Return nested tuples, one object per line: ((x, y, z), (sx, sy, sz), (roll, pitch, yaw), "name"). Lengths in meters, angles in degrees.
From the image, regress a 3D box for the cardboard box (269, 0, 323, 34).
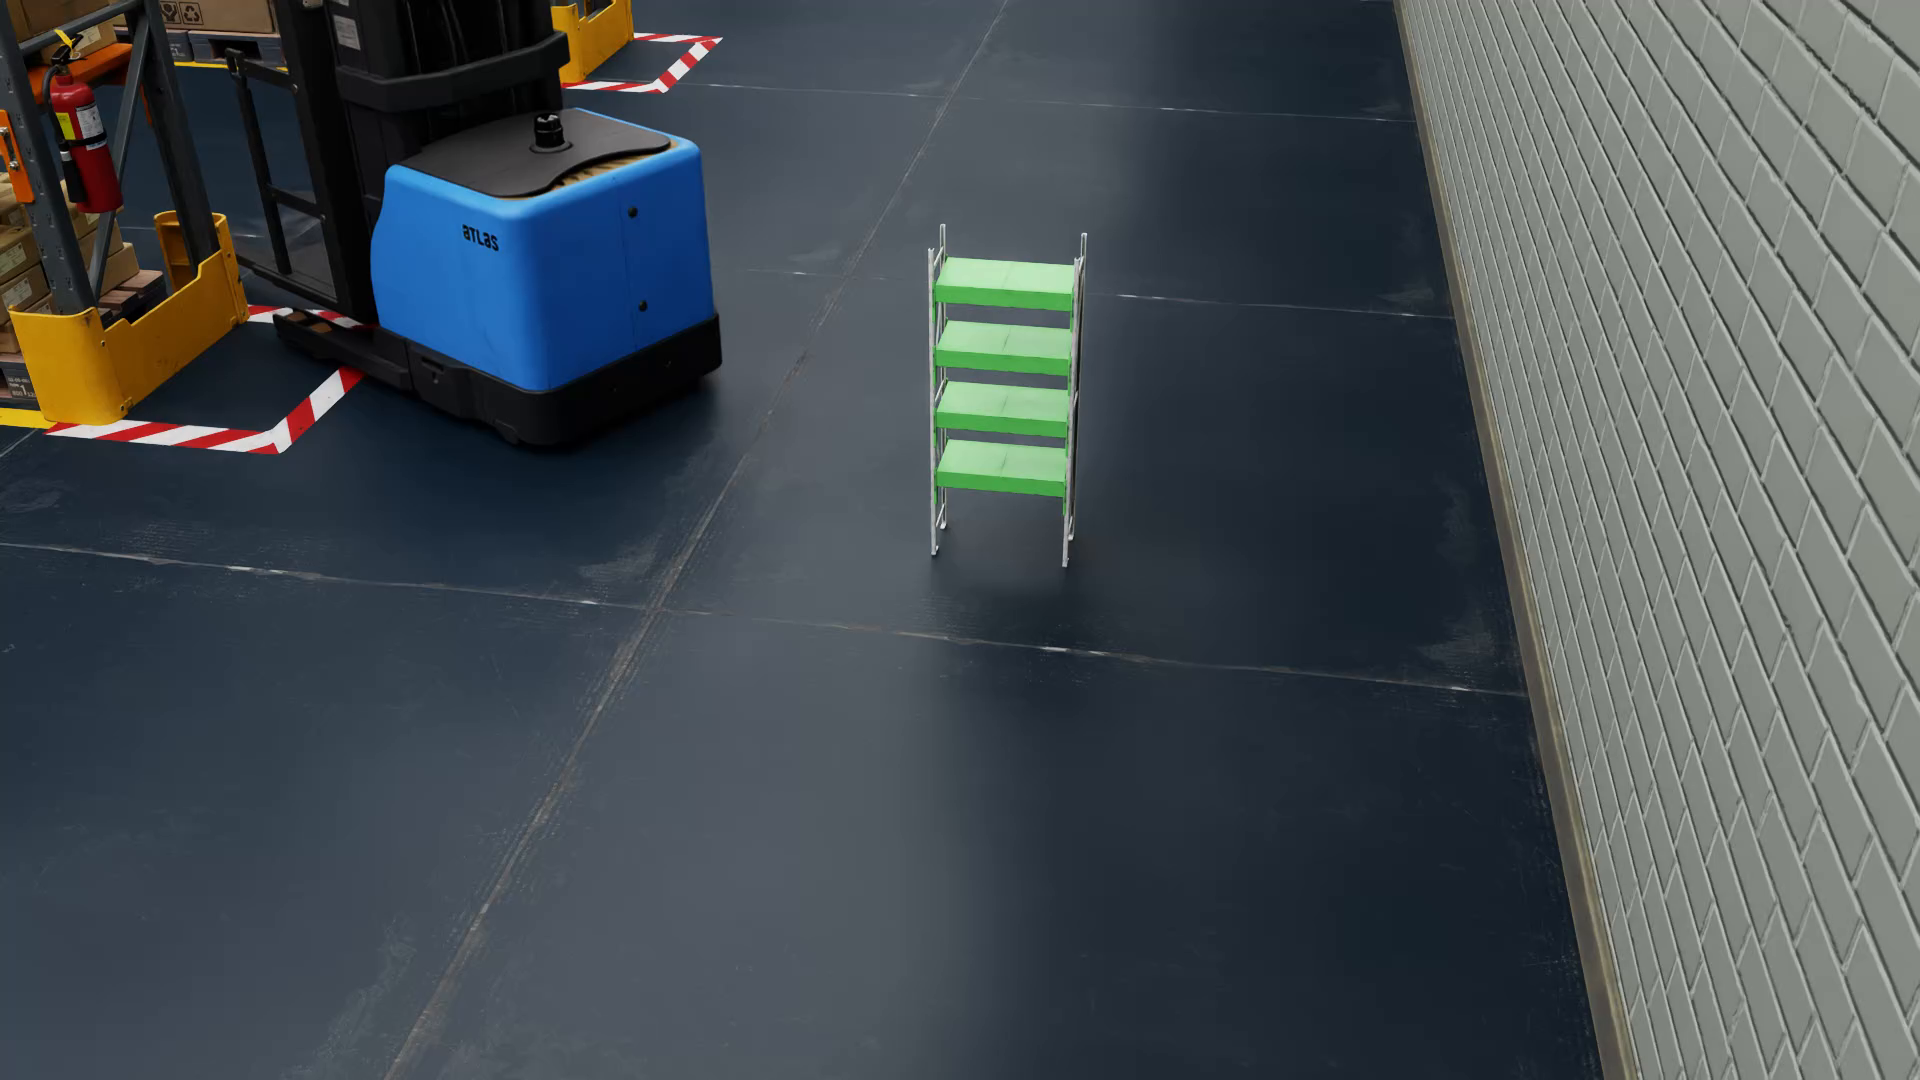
((-4.184, -4.021, 11.454), (0.875, 0.875, 0.875), (5, 32, 8), "cardboard box")

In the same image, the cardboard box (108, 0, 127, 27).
((-5.948, -4.181, 11.709), (0.875, 0.875, 0.875), (5, 32, 8), "cardboard box")

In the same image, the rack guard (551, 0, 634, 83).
((-2.619, -3.586, 11.507), (0.348, 0.500, 1.175), (5, 32, 8), "rack guard")

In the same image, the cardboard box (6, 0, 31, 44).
((-4.063, -2.136, 6.461), (0.500, 0.500, 0.500), (6, 33, 9), "cardboard box")

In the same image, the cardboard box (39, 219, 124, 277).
((-4.050, -1.339, 7.573), (0.250, 0.149, 0.380), (6, 33, 10), "cardboard box")

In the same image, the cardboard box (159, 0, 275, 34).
((-5.061, -4.101, 11.581), (0.875, 0.875, 0.875), (5, 32, 8), "cardboard box")

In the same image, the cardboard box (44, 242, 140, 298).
((-4.039, -1.246, 7.705), (0.250, 0.149, 0.380), (6, 33, 9), "cardboard box")

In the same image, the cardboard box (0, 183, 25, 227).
((-4.328, -1.470, 7.502), (0.250, 0.149, 0.380), (6, 33, 9), "cardboard box")

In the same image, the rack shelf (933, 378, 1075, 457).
((0.163, -0.440, 5.942), (0.480, 0.148, 0.258), (5, 32, 8), "rack shelf")

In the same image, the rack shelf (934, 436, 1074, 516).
((0.163, -0.236, 6.069), (0.480, 0.148, 0.258), (5, 32, 8), "rack shelf")

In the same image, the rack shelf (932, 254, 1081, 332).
((0.163, -0.847, 5.687), (0.480, 0.148, 0.258), (5, 32, 8), "rack shelf")

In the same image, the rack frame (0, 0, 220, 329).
((-3.577, -2.062, 6.718), (0.127, 3.000, 1.000), (5, 32, 8), "rack frame")

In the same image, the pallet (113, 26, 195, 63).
((-5.849, -3.714, 11.984), (1.213, 0.211, 1.003), (5, 32, 8), "pallet")

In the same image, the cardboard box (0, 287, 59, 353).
((-4.131, -0.970, 7.263), (0.250, 0.149, 0.380), (6, 32, 9), "cardboard box")

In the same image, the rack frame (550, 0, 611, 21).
((-2.643, -4.647, 10.848), (0.127, 3.000, 1.000), (5, 32, 8), "rack frame")

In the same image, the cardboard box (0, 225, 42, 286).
((-4.141, -1.199, 7.069), (0.250, 0.149, 0.380), (6, 32, 9), "cardboard box")

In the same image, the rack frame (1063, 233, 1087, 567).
((0.404, -0.472, 5.873), (0.015, 1.200, 0.240), (5, 32, 8), "rack frame")

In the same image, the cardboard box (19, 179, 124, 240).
((-4.036, -1.509, 7.563), (0.250, 0.149, 0.380), (4, 32, 6), "cardboard box")

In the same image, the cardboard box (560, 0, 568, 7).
((-3.287, -3.940, 11.324), (0.875, 0.875, 0.875), (5, 32, 8), "cardboard box")

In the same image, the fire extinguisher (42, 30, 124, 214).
((-3.406, -1.608, 6.416), (0.183, 0.674, 0.296), (5, 32, 8), "fire extinguisher")

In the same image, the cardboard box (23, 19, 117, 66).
((-3.841, -2.156, 7.104), (0.250, 0.149, 0.380), (5, 32, 8), "cardboard box")

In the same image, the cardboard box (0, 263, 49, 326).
((-4.145, -1.056, 7.120), (0.250, 0.149, 0.380), (4, 32, 7), "cardboard box")

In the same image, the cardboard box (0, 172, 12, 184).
((-4.555, -1.560, 7.645), (0.250, 0.149, 0.380), (5, 32, 8), "cardboard box")

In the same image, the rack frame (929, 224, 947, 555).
((-0.077, -0.516, 5.943), (0.015, 1.200, 0.240), (5, 32, 8), "rack frame")

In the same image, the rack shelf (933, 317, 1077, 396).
((0.163, -0.643, 5.815), (0.480, 0.148, 0.258), (5, 32, 8), "rack shelf")

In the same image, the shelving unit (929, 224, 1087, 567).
((0.163, -0.494, 5.908), (0.503, 1.200, 0.258), (5, 32, 8), "shelving unit")

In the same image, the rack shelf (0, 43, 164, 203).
((-5.548, -1.936, 7.194), (4.000, 0.370, 1.077), (5, 32, 8), "rack shelf")

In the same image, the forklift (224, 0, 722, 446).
((-2.522, -2.256, 7.092), (3.031, 2.935, 1.130), (23, 39, 32), "forklift")

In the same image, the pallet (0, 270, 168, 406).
((-4.446, -0.978, 7.614), (1.213, 0.211, 1.003), (5, 32, 8), "pallet")

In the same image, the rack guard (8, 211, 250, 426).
((-3.652, -1.010, 7.392), (0.348, 0.500, 1.175), (5, 32, 8), "rack guard")

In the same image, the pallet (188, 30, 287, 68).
((-4.643, -3.606, 11.812), (1.213, 0.211, 1.003), (5, 32, 8), "pallet")

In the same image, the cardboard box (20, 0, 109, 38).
((-3.973, -2.415, 6.907), (0.500, 0.500, 0.500), (7, 33, 11), "cardboard box")
